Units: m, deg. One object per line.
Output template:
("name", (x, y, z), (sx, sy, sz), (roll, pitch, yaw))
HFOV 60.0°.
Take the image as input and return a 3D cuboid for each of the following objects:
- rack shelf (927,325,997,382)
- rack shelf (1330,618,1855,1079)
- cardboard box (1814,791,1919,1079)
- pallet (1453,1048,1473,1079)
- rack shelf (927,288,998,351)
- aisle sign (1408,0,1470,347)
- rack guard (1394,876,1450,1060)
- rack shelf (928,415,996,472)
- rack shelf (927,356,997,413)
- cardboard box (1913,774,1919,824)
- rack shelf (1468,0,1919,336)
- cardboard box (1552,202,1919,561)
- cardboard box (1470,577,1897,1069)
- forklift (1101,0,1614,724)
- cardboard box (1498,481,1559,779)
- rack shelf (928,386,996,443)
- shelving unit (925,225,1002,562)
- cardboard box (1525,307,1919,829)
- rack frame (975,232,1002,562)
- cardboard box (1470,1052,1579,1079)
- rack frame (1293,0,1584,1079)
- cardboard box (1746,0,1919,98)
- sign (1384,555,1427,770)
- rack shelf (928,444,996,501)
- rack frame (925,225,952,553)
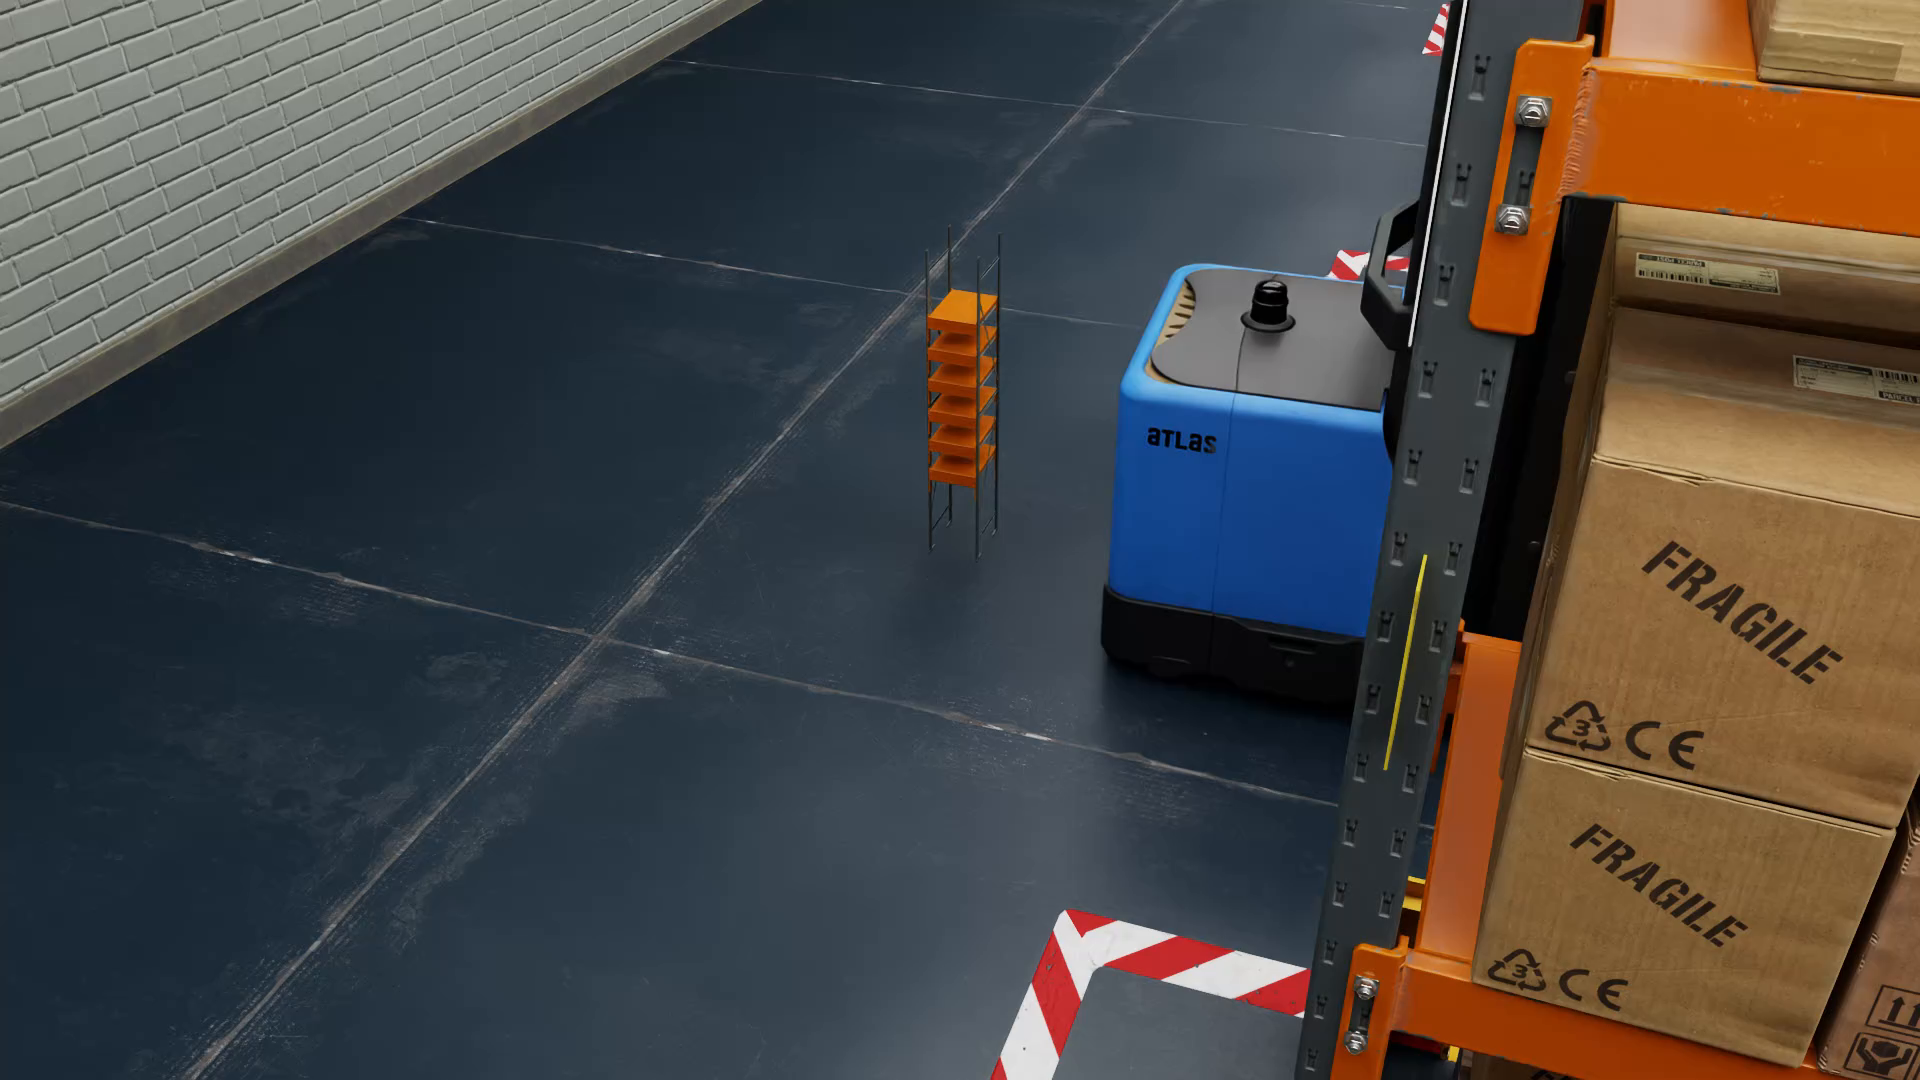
("rack shelf", (0.014, -0.666, 5.814), (0.180, 0.103, 0.258), (11, 34, 16))
("rack shelf", (2.710, 0.935, 2.700), (4.000, 0.370, 1.077), (11, 34, 16))
("cardboard box", (1.644, 0.532, 2.568), (0.500, 0.500, 0.500), (11, 34, 16))
("pallet", (1.650, 1.597, 3.582), (1.213, 0.211, 1.003), (11, 34, 16))
("rack shelf", (0.014, -0.767, 5.749), (0.180, 0.103, 0.258), (11, 34, 16))
("aisle sign", (0.664, -0.688, 2.154), (0.004, 0.787, 0.394), (11, 34, 16))
("rack guard", (0.899, 1.330, 3.728), (0.348, 0.500, 1.175), (11, 34, 16))
("rack shelf", (0.014, -0.363, 6.010), (0.180, 0.103, 0.258), (11, 34, 16))
("rack shelf", (0.014, -0.565, 5.879), (0.180, 0.103, 0.258), (11, 34, 16))
("cardboard box", (1.651, 0.112, 2.297), (0.500, 0.500, 0.500), (11, 35, 17))
("rack shelf", (2.710, -0.326, 1.887), (4.000, 0.370, 1.077), (11, 34, 16))
("cardboard box", (1.339, -0.255, 2.865), (0.500, 0.500, 0.500), (11, 34, 16))
("cardboard box", (1.156, 0.440, 2.711), (0.500, 0.500, 0.500), (12, 35, 17))
("forklift", (2.048, -0.824, 4.824), (3.031, 2.935, 1.130), (9, 34, 14))
("cardboard box", (1.341, 0.167, 3.133), (0.500, 0.500, 0.500), (12, 35, 18))
("rack shelf", (0.014, -0.464, 5.945), (0.180, 0.103, 0.258), (11, 34, 16))
("shelving unit", (0.014, -0.501, 5.920), (0.189, 1.200, 0.258), (11, 34, 16))
("cardboard box", (1.156, 0.020, 2.439), (0.500, 0.500, 0.500), (12, 35, 18))
("rack frame", (0.100, -0.485, 5.895), (0.006, 1.200, 0.240), (11, 34, 16))
("cardboard box", (1.422, 1.105, 3.671), (0.500, 0.500, 0.500), (11, 34, 16))
("rack frame", (0.827, 0.266, 3.072), (0.127, 3.000, 1.000), (11, 34, 16))
("cardboard box", (1.225, -0.707, 1.952), (0.500, 0.250, 0.500), (11, 34, 16))
("sign", (0.645, 0.180, 2.408), (0.005, 0.325, 0.100), (11, 34, 16))
("rack shelf", (0.014, -0.262, 6.075), (0.180, 0.103, 0.258), (11, 34, 16))
("rack frame", (-0.073, -0.518, 5.946), (0.006, 1.200, 0.240), (11, 34, 16))
